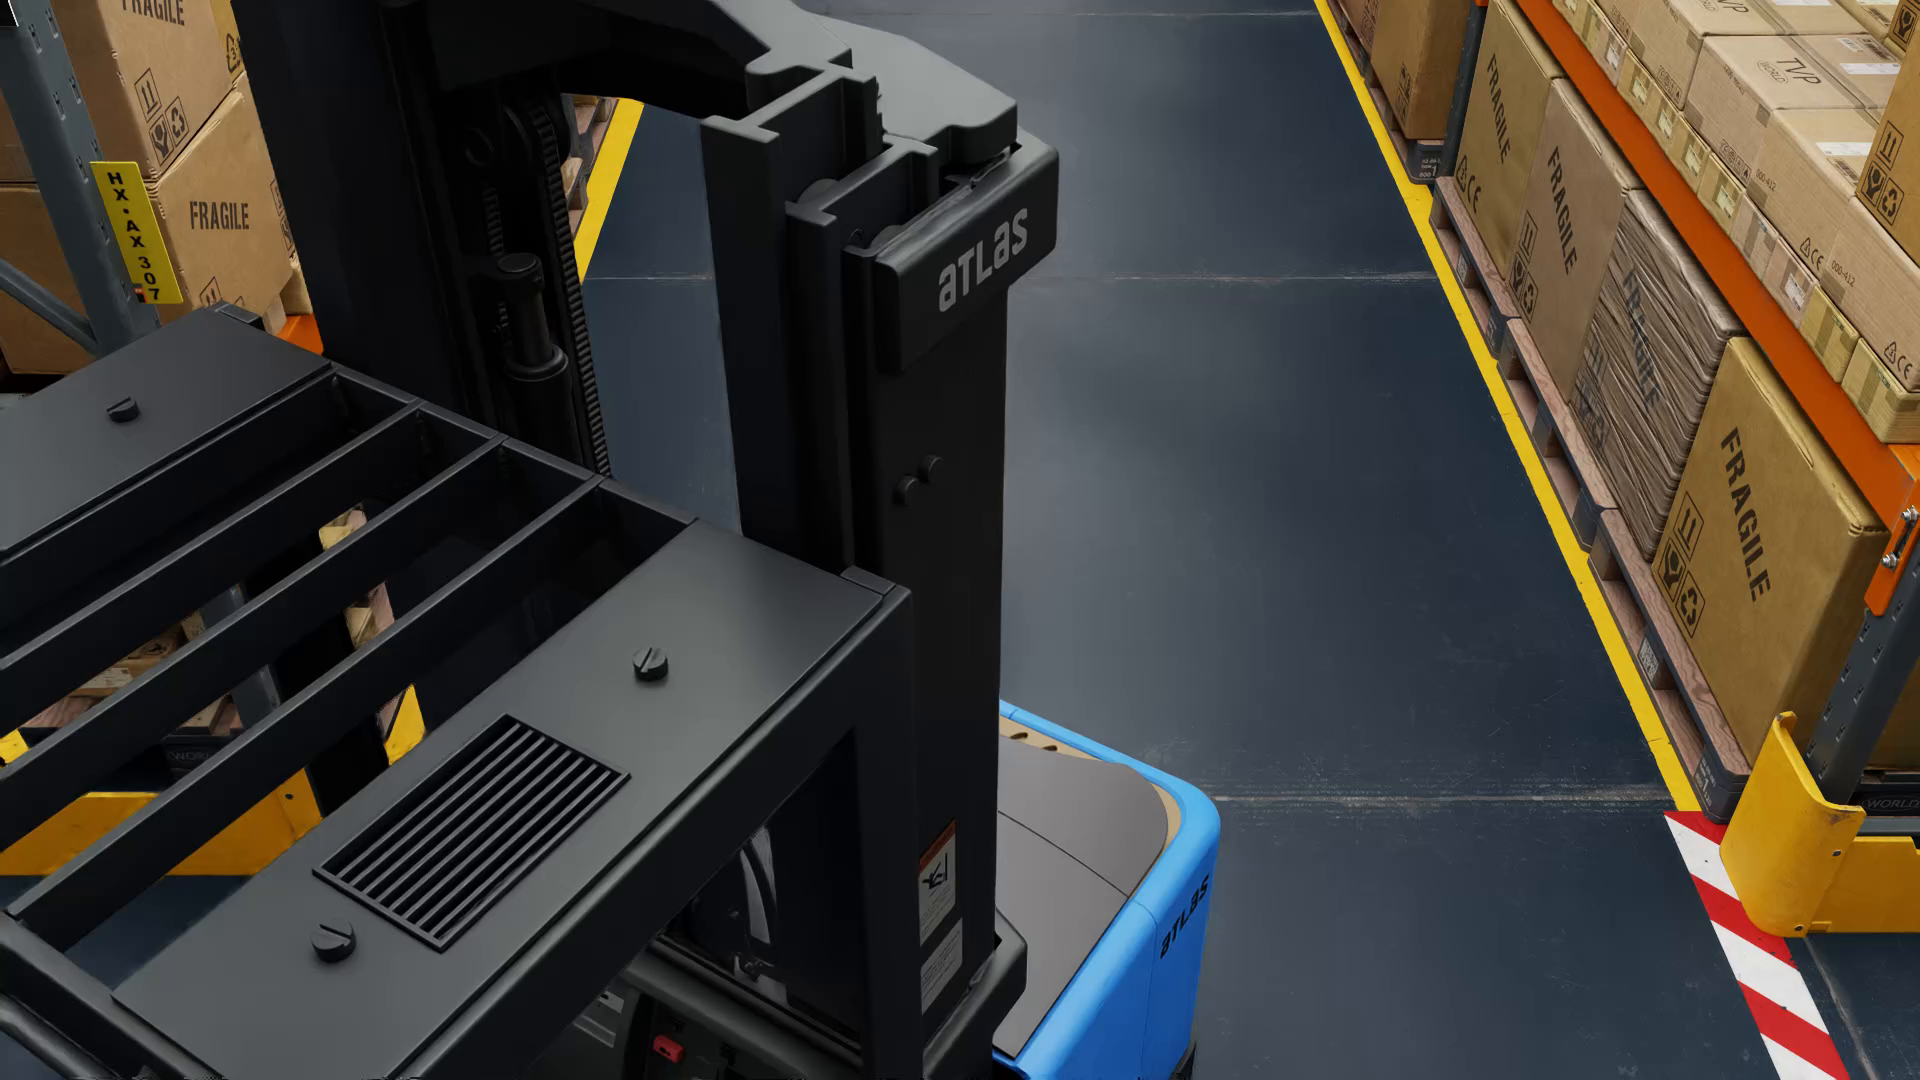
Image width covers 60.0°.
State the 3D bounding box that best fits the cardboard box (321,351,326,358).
[{"bbox_3d":[-1.979,-0.565,5.524,0.380,0.149,0.250,1,39,2],"label":"cardboard box"}]

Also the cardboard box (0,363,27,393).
[{"bbox_3d":[-2.534,-0.401,4.052,0.380,0.149,0.250,0,39,0],"label":"cardboard box"}]

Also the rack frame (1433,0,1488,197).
[{"bbox_3d":[2.704,-2.737,6.766,1.000,3.000,0.127,0,39,0],"label":"rack frame"}]

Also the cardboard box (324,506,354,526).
[{"bbox_3d":[-2.033,-0.079,4.918,0.380,0.149,0.250,1,39,1],"label":"cardboard box"}]

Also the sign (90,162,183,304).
[{"bbox_3d":[-1.709,-0.633,3.449,0.100,0.325,0.005,0,39,0],"label":"sign"}]

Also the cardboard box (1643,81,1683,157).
[{"bbox_3d":[2.378,-1.316,5.194,0.380,0.149,0.250,1,39,1],"label":"cardboard box"}]

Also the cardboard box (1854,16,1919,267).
[{"bbox_3d":[2.446,-0.890,3.744,0.500,0.500,0.500,0,39,1],"label":"cardboard box"}]

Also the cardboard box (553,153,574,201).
[{"bbox_3d":[-1.915,-1.603,7.295,0.380,0.149,0.250,0,39,1],"label":"cardboard box"}]

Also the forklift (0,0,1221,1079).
[{"bbox_3d":[-0.671,0.831,2.369,1.130,2.935,3.031,22,44,25],"label":"forklift"}]

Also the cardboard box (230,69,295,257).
[{"bbox_3d":[-2.001,-1.066,4.363,0.500,0.500,0.500,0,39,0],"label":"cardboard box"}]

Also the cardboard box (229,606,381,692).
[{"bbox_3d":[-1.932,0.326,4.889,0.380,0.149,0.250,1,39,1],"label":"cardboard box"}]

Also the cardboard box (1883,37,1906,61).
[{"bbox_3d":[2.974,-1.232,4.771,0.500,0.250,0.500,-1,39,-2],"label":"cardboard box"}]

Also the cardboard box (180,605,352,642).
[{"bbox_3d":[-1.995,0.210,4.796,0.380,0.149,0.250,1,39,2],"label":"cardboard box"}]

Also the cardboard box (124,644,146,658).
[{"bbox_3d":[-2.537,0.208,4.798,0.380,0.149,0.250,-1,39,-1],"label":"cardboard box"}]

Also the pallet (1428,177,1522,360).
[{"bbox_3d":[2.627,-1.173,7.045,1.003,0.211,1.213,0,39,0],"label":"pallet"}]

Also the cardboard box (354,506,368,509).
[{"bbox_3d":[-2.028,-0.114,5.200,0.380,0.149,0.250,0,39,1],"label":"cardboard box"}]

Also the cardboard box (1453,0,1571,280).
[{"bbox_3d":[2.625,-1.659,6.784,0.875,0.875,0.875,0,39,0],"label":"cardboard box"}]

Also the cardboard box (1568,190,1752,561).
[{"bbox_3d":[2.627,-0.539,5.388,0.875,0.875,0.875,0,39,0],"label":"cardboard box"}]

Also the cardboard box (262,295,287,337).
[{"bbox_3d":[-1.965,-0.559,4.250,0.380,0.149,0.250,1,39,2],"label":"cardboard box"}]

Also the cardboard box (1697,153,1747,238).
[{"bbox_3d":[2.377,-0.998,4.798,0.380,0.149,0.250,-1,39,-1],"label":"cardboard box"}]

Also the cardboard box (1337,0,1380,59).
[{"bbox_3d":[2.682,-3.030,8.496,1.225,0.875,0.875,-1,39,-2],"label":"cardboard box"}]

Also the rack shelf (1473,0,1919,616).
[{"bbox_3d":[2.707,-1.205,5.431,1.077,0.370,4.000,0,39,0],"label":"rack shelf"}]

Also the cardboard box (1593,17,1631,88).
[{"bbox_3d":[2.374,-1.643,5.602,0.380,0.149,0.250,0,39,0],"label":"cardboard box"}]

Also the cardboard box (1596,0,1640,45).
[{"bbox_3d":[2.445,-1.865,5.561,0.500,0.250,0.500,1,39,1],"label":"cardboard box"}]

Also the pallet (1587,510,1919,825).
[{"bbox_3d":[2.630,0.353,5.141,1.003,0.211,1.213,0,39,0],"label":"pallet"}]

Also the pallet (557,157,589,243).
[{"bbox_3d":[-2.220,-1.288,7.189,1.003,0.211,1.213,0,39,0],"label":"pallet"}]

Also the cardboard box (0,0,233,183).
[{"bbox_3d":[-1.986,-1.121,3.633,0.500,0.500,0.500,0,39,0],"label":"cardboard box"}]

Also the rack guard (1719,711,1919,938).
[{"bbox_3d":[2.709,0.755,4.408,1.175,0.500,0.348,0,39,0],"label":"rack guard"}]

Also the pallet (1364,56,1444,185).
[{"bbox_3d":[2.628,-2.131,8.240,1.003,0.211,1.213,0,39,0],"label":"pallet"}]

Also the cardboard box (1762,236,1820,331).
[{"bbox_3d":[2.378,-0.680,4.401,0.380,0.149,0.250,0,39,0],"label":"cardboard box"}]

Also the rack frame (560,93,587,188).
[{"bbox_3d":[-2.256,-2.796,6.841,1.000,3.000,0.127,0,39,0],"label":"rack frame"}]

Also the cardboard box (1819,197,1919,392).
[{"bbox_3d":[2.443,-0.596,3.977,0.500,0.250,0.500,-1,39,-1],"label":"cardboard box"}]

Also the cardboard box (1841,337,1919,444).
[{"bbox_3d":[2.379,-0.360,4.001,0.380,0.149,0.250,1,39,1],"label":"cardboard box"}]

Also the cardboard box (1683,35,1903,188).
[{"bbox_3d":[2.442,-1.231,4.770,0.500,0.250,0.500,-1,39,-2],"label":"cardboard box"}]

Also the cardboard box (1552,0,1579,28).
[{"bbox_3d":[2.375,-1.960,5.998,0.380,0.149,0.250,-1,39,-1],"label":"cardboard box"}]
